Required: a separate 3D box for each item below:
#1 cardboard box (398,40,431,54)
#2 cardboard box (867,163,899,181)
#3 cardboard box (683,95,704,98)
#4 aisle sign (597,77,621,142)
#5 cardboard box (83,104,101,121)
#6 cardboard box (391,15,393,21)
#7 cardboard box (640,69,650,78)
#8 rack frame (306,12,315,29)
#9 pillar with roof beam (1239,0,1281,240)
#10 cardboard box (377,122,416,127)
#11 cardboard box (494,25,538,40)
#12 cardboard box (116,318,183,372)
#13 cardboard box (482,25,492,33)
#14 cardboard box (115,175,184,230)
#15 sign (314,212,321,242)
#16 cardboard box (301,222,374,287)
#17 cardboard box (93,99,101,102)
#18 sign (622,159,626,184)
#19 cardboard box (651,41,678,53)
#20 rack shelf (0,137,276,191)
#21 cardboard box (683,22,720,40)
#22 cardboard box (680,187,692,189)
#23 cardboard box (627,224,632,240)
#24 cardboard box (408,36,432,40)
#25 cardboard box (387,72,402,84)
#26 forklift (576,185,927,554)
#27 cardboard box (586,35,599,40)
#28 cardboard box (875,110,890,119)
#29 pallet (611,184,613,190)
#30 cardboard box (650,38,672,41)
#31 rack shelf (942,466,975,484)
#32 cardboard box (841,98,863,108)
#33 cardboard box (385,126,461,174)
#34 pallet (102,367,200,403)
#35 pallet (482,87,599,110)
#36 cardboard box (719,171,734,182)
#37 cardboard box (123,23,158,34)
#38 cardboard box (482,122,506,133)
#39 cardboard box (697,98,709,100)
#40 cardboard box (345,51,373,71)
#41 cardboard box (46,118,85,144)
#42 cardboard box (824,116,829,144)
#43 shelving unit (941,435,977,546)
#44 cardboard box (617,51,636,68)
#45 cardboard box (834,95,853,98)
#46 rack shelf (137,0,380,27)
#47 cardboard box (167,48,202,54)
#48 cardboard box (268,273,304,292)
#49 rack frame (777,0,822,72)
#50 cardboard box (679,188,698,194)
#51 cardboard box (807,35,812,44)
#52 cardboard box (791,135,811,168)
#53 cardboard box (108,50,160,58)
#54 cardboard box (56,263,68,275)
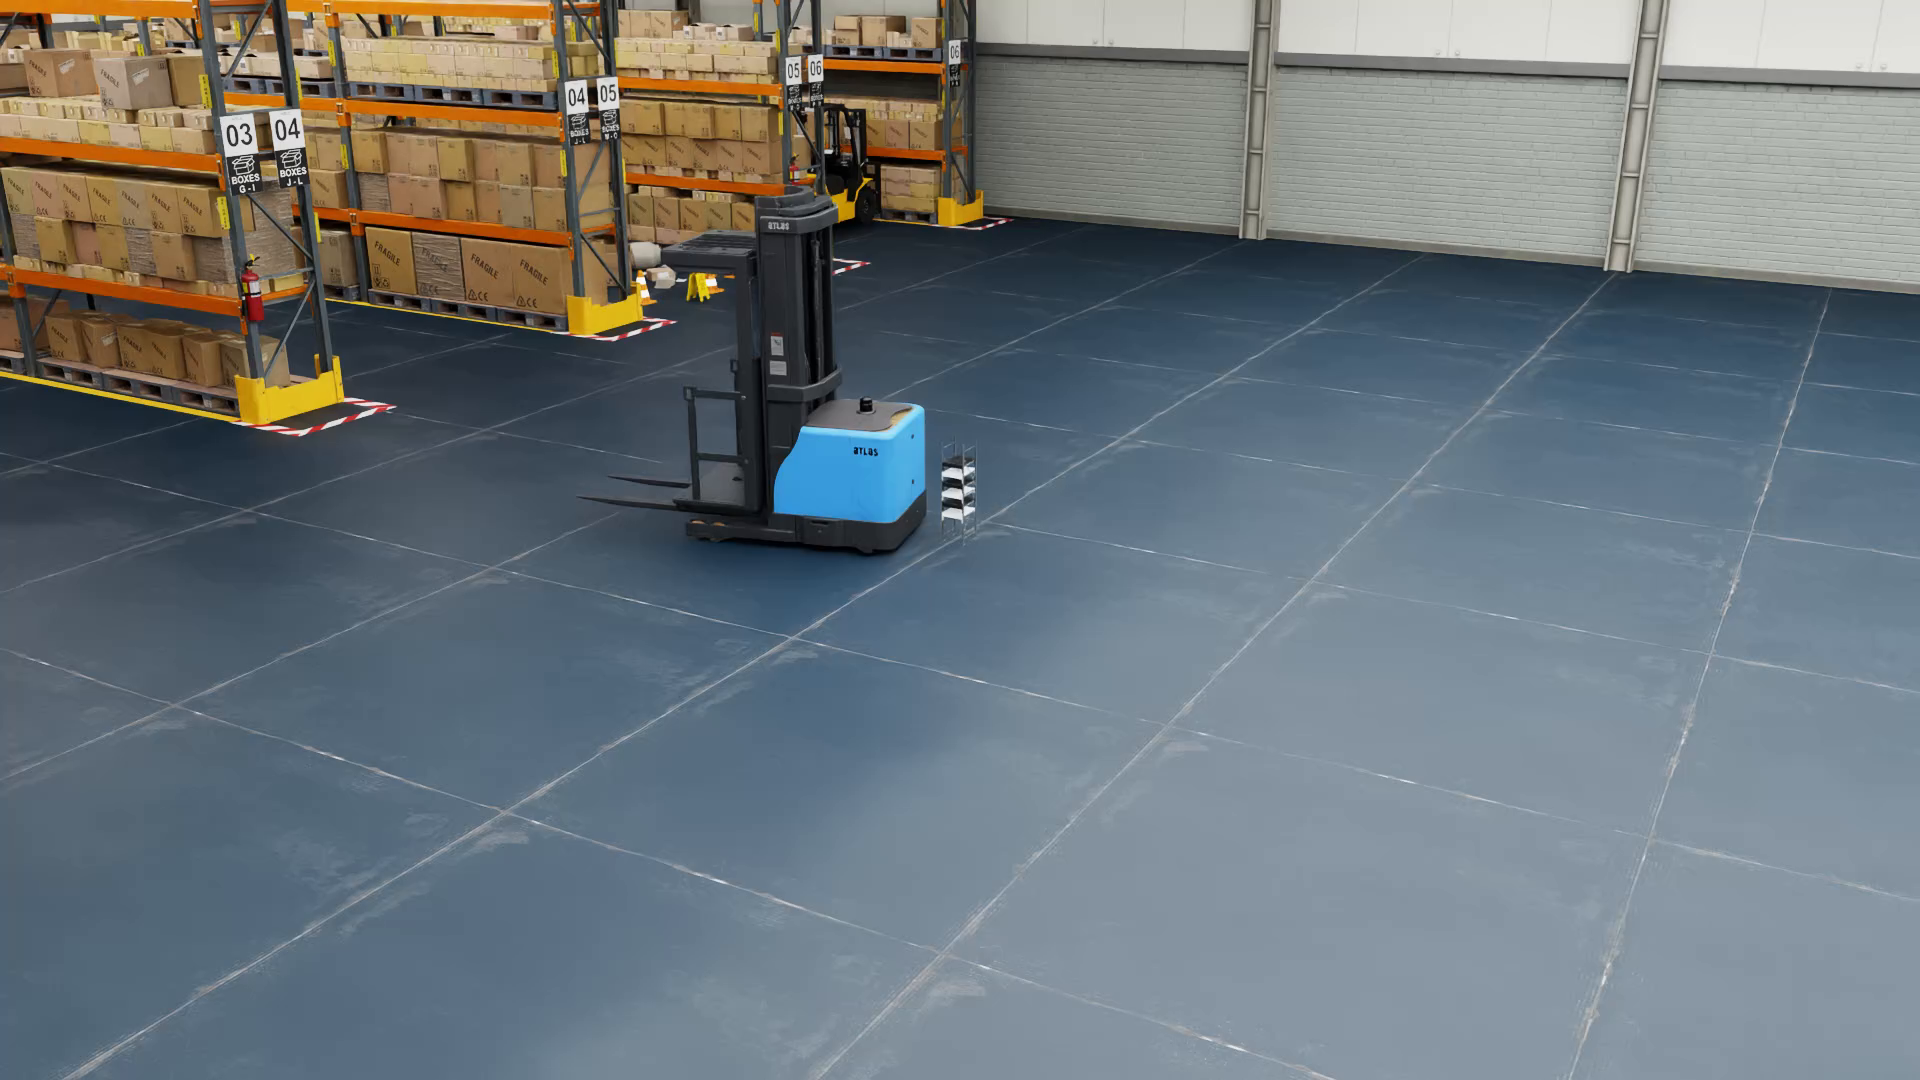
[{"bbox_3d":[-7.199,-6.526,21.994,0.250,0.149,0.380,11,23,28],"label":"cardboard box"},{"bbox_3d":[-1.455,-6.771,30.583,0.500,0.250,0.500,11,23,28],"label":"cardboard box"},{"bbox_3d":[-5.259,-8.687,32.818,0.250,0.149,0.380,12,23,29],"label":"cardboard box"},{"bbox_3d":[-4.542,-5.579,21.535,0.004,0.787,0.394,11,23,27],"label":"aisle sign"},{"bbox_3d":[-9.218,-4.628,17.962,0.250,0.149,0.380,11,23,29],"label":"cardboard box"},{"bbox_3d":[-11.927,-11.139,35.327,0.500,0.250,0.500,11,23,28],"label":"cardboard box"},{"bbox_3d":[-4.865,-7.433,26.427,0.250,0.149,0.380,10,22,26],"label":"cardboard box"},{"bbox_3d":[-13.975,-12.730,36.261,0.127,3.000,1.000,11,23,27],"label":"rack frame"},{"bbox_3d":[2.963,-8.173,23.701,0.400,9.000,9.100,11,23,27],"label":"pillar with roof beam"},{"bbox_3d":[-9.955,-7.270,29.495,0.500,0.250,0.500,11,23,27],"label":"cardboard box"},{"bbox_3d":[-7.386,-8.429,27.676,0.500,0.250,0.500,11,23,28],"label":"cardboard box"},{"bbox_3d":[-9.336,-2.256,19.236,0.500,0.500,0.500,9,22,23],"label":"cardboard box"},{"bbox_3d":[-9.523,-10.443,33.963,0.250,0.149,0.380,11,22,27],"label":"cardboard box"},{"bbox_3d":[-8.733,-3.660,18.007,0.500,0.500,0.500,11,23,27],"label":"cardboard box"},{"bbox_3d":[-6.993,-3.389,18.038,0.005,0.325,0.100,11,23,27],"label":"sign"},{"bbox_3d":[-8.828,-4.161,24.121,0.750,0.750,1.050,11,23,27],"label":"cardboard box"},{"bbox_3d":[-9.432,-4.854,18.583,0.250,0.149,0.380,12,23,29],"label":"cardboard box"},{"bbox_3d":[-4.474,-4.888,22.056,0.005,0.325,0.100,11,23,27],"label":"sign"},{"bbox_3d":[-4.637,-7.752,26.138,0.250,0.149,0.380,10,22,26],"label":"cardboard box"},{"bbox_3d":[-9.004,-4.225,18.269,4.000,0.370,1.077,11,23,27],"label":"rack shelf"},{"bbox_3d":[-4.920,-9.702,31.682,0.500,0.311,0.500,10,22,25],"label":"cardboard box"},{"bbox_3d":[-5.291,-7.334,33.051,0.625,0.625,0.875,10,22,25],"label":"cardboard box"},{"bbox_3d":[-5.533,-5.162,27.613,0.500,0.250,0.500,10,22,25],"label":"cardboard box"},{"bbox_3d":[-7.328,-6.806,22.768,0.250,0.149,0.380,11,23,27],"label":"cardboard box"},{"bbox_3d":[-7.428,-6.194,22.248,0.250,0.149,0.380,10,22,26],"label":"cardboard box"},{"bbox_3d":[-1.872,-1.528,14.278,3.031,2.935,1.130,5,21,15],"label":"forklift"},{"bbox_3d":[-7.558,-9.932,33.167,0.500,0.250,0.500,10,22,26],"label":"cardboard box"},{"bbox_3d":[-1.348,-7.745,30.219,0.250,0.149,0.380,10,22,26],"label":"cardboard box"},{"bbox_3d":[-6.292,-7.120,33.683,1.213,0.211,1.003,11,23,27],"label":"pallet"},{"bbox_3d":[-4.795,-8.020,26.876,0.250,0.149,0.380,12,23,29],"label":"cardboard box"},{"bbox_3d":[-0.007,-0.562,14.165,0.200,0.077,0.258,11,23,27],"label":"rack shelf"},{"bbox_3d":[-1.976,-8.037,30.590,0.250,0.149,0.380,11,23,28],"label":"cardboard box"},{"bbox_3d":[-7.400,-5.395,23.035,0.550,0.550,0.875,11,23,27],"label":"cardboard box"},{"bbox_3d":[-9.077,-1.871,19.213,1.213,0.211,1.003,11,23,27],"label":"pallet"},{"bbox_3d":[-5.403,-5.769,21.600,1.213,0.211,1.003,11,23,27],"label":"pallet"},{"bbox_3d":[-3.583,-5.743,26.166,0.250,0.149,0.380,11,23,28],"label":"cardboard box"},{"bbox_3d":[-15.956,-9.967,32.502,0.500,0.250,0.500,9,22,22],"label":"cardboard box"},{"bbox_3d":[-7.771,-7.085,28.299,0.500,0.500,0.500,10,22,25],"label":"cardboard box"},{"bbox_3d":[-5.036,-8.460,32.191,0.250,0.149,0.380,11,23,28],"label":"cardboard box"},{"bbox_3d":[-7.952,-6.504,22.519,0.500,0.250,0.500,11,23,28],"label":"cardboard box"},{"bbox_3d":[-9.589,-4.501,18.197,0.500,0.250,0.500,10,22,25],"label":"cardboard box"},{"bbox_3d":[-2.334,-7.644,30.892,0.500,0.500,0.500,11,22,27],"label":"cardboard box"},{"bbox_3d":[-0.007,-0.424,14.215,0.210,0.900,0.258,11,23,27],"label":"shelving unit"},{"bbox_3d":[-5.211,-7.677,26.516,0.500,0.250,0.500,11,22,27],"label":"cardboard box"},{"bbox_3d":[-2.171,-8.276,31.248,0.250,0.149,0.380,10,22,26],"label":"cardboard box"},{"bbox_3d":[-9.988,-7.572,23.683,4.000,0.370,1.077,11,23,27],"label":"rack shelf"},{"bbox_3d":[-11.210,-7.037,24.335,0.500,0.311,0.500,11,23,27],"label":"cardboard box"},{"bbox_3d":[-7.390,-2.820,18.110,0.250,0.149,0.380,11,23,27],"label":"cardboard box"},{"bbox_3d":[-2.425,-8.590,24.851,0.127,3.000,1.000,11,23,27],"label":"rack frame"},{"bbox_3d":[-4.378,-5.506,27.461,0.500,0.500,0.500,12,23,30],"label":"cardboard box"},{"bbox_3d":[-2.585,-9.157,30.418,0.250,0.149,0.380,12,23,29],"label":"cardboard box"},{"bbox_3d":[-2.703,-6.118,26.251,0.500,0.500,0.500,10,22,26],"label":"cardboard box"},{"bbox_3d":[-12.357,-7.087,24.957,0.500,0.500,0.500,11,23,27],"label":"cardboard box"},{"bbox_3d":[-10.042,-3.124,18.948,0.250,0.149,0.380,11,23,27],"label":"cardboard box"}]
